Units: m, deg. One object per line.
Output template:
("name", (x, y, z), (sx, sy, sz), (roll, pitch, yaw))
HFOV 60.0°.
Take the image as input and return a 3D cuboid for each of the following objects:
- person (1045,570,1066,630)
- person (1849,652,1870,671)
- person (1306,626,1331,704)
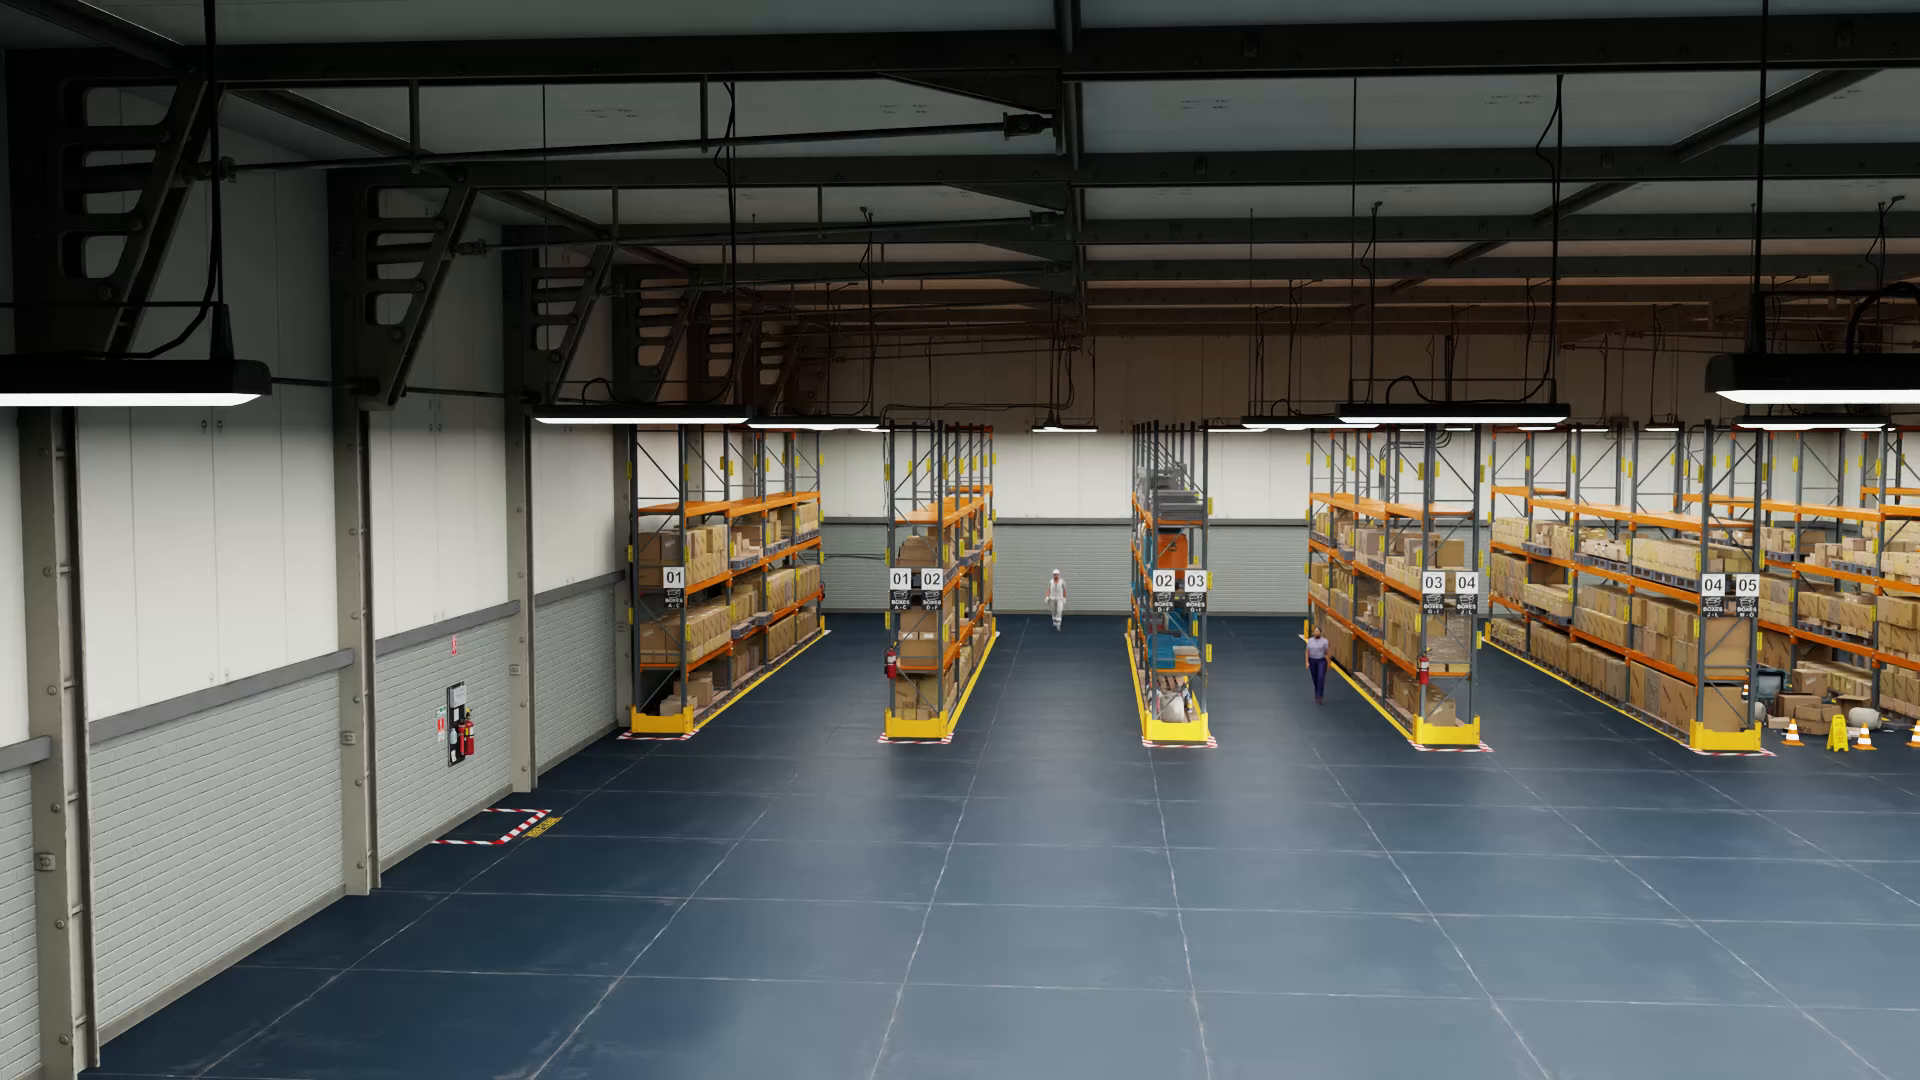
("person", (2.818, 1.744, 48.852), (0.601, 1.726, 1.067), (0, 4, 7))
("person", (21.621, 2.374, 39.848), (0.534, 1.785, 0.599), (0, 4, -1))
("person", (7.627, 2.649, 35.518), (0.531, 1.608, 0.885), (2, 4, 34))
